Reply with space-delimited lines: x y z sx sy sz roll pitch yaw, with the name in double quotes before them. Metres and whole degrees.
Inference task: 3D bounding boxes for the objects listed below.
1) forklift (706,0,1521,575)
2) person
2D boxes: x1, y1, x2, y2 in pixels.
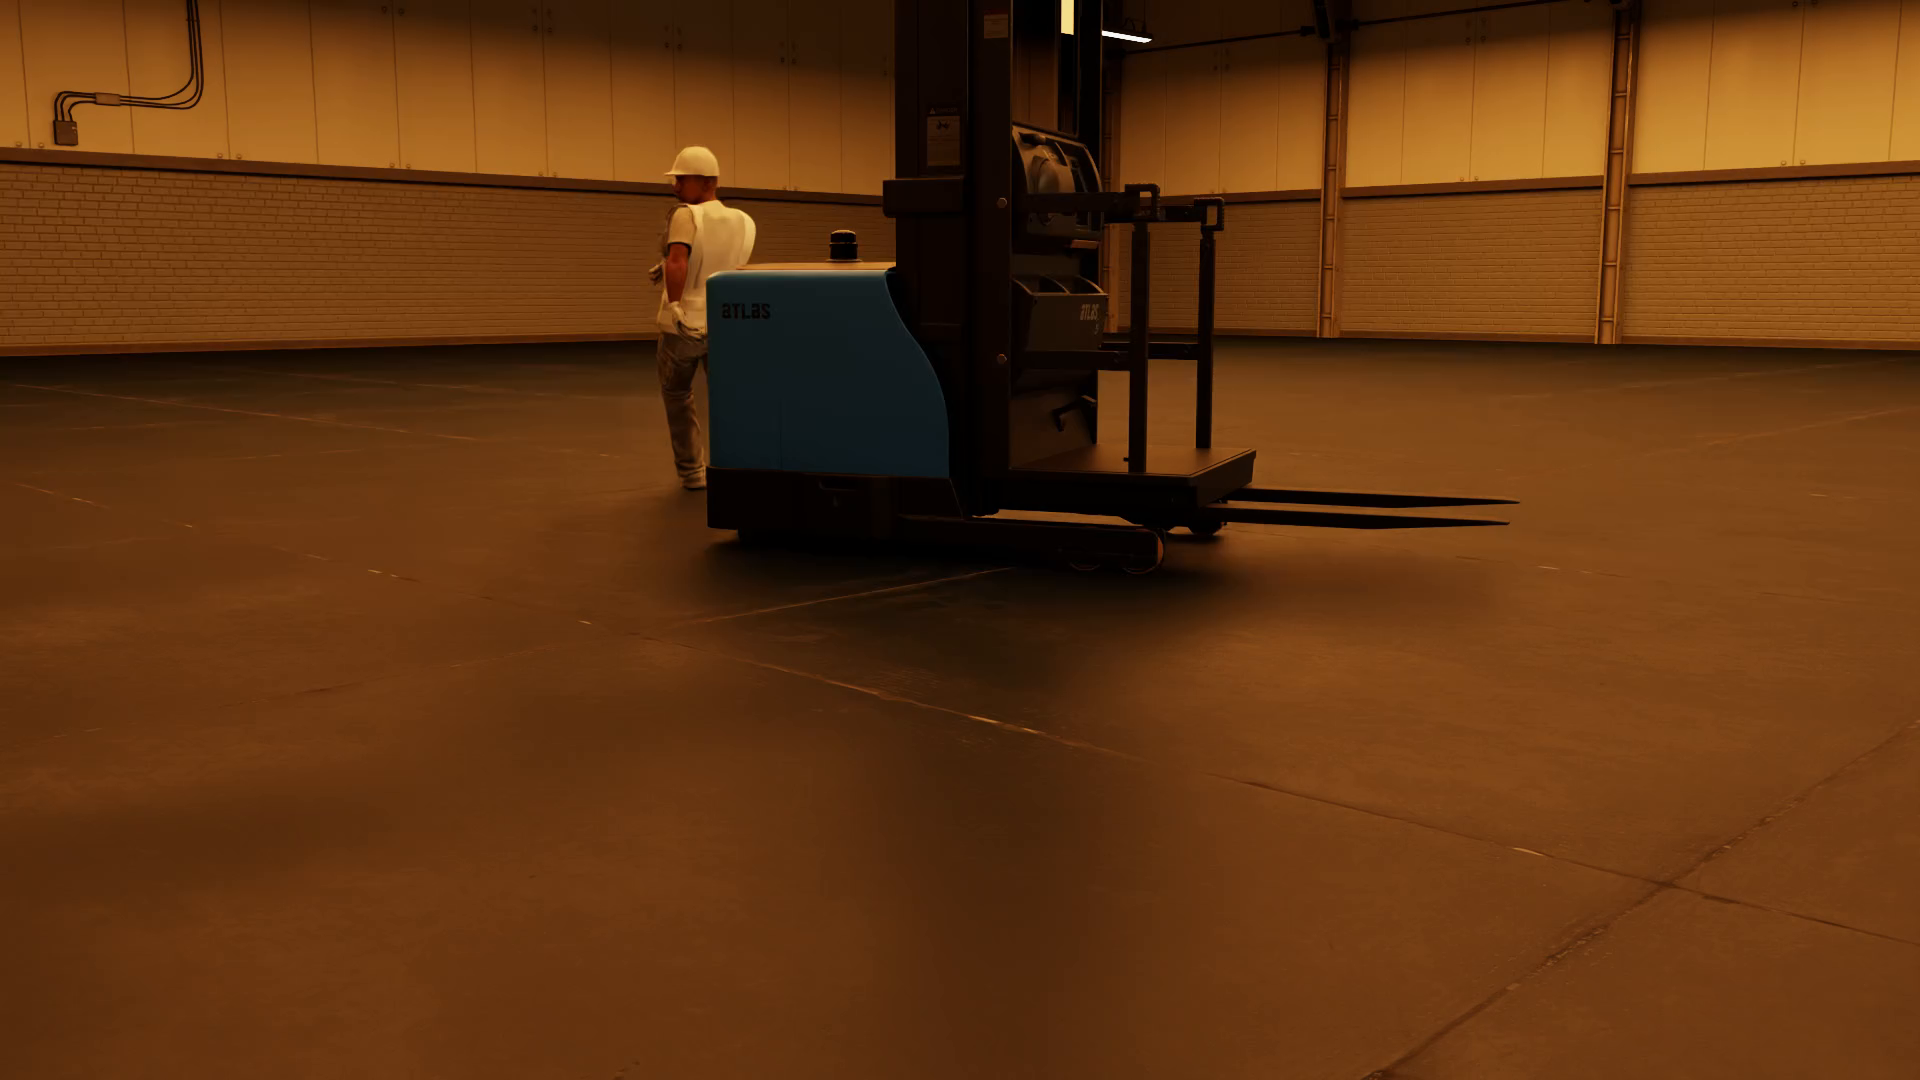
"forklift" 0.565 -1.416 6.275 3.031 2.935 1.130 3 9 22
"person" -1.256 -1.056 8.128 0.576 1.692 0.962 -4 10 -27
